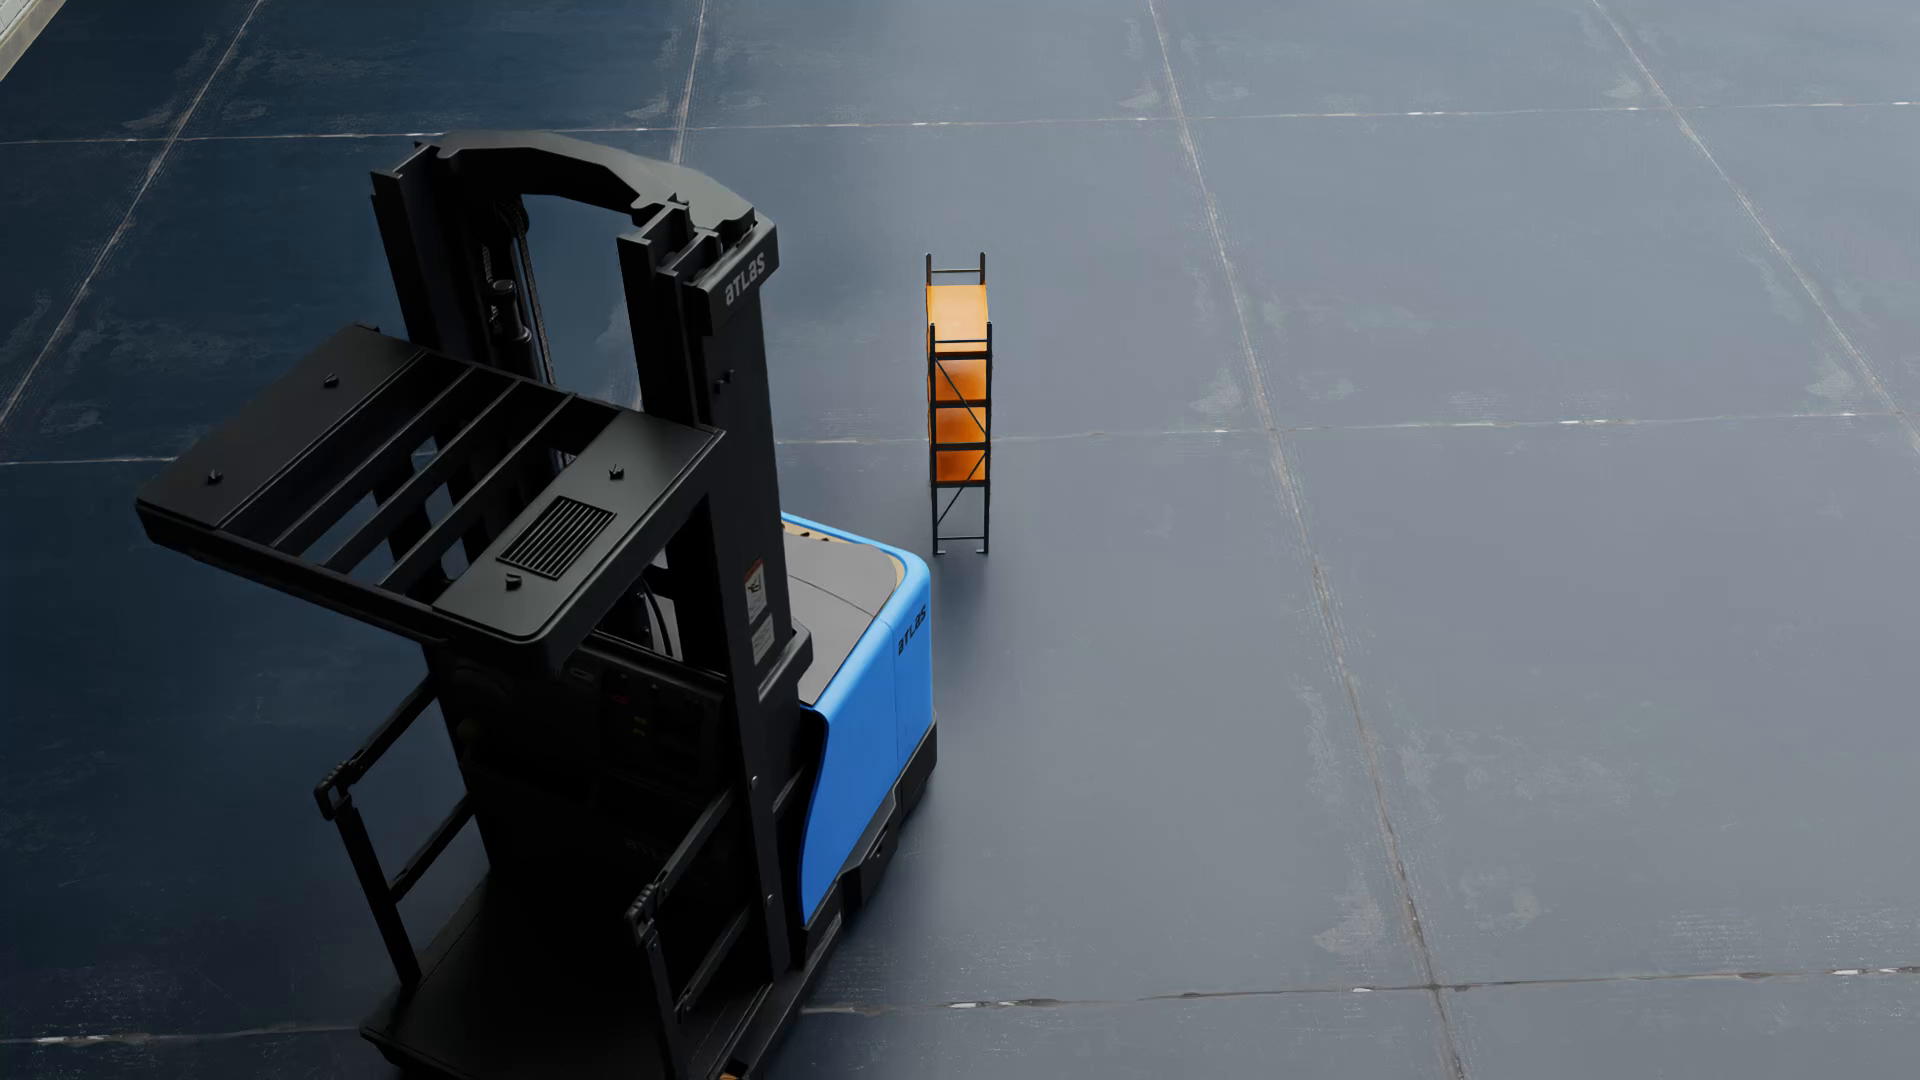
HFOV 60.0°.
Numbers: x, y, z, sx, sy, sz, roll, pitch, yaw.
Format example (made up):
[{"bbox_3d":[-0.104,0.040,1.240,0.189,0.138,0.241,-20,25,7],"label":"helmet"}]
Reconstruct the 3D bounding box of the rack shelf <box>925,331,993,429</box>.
[{"bbox_3d":[-0.007,-0.669,6.861,0.258,0.148,0.480,-2,43,-2],"label":"rack shelf"}]

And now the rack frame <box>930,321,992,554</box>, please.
[{"bbox_3d":[0.003,-0.389,6.787,0.240,1.200,0.015,-2,43,-2],"label":"rack frame"}]

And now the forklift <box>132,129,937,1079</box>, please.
[{"bbox_3d":[-1.159,0.540,4.491,1.130,2.935,3.031,17,45,18],"label":"forklift"}]

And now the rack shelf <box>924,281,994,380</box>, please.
[{"bbox_3d":[-0.007,-0.844,6.701,0.258,0.148,0.480,-2,43,-2],"label":"rack shelf"}]

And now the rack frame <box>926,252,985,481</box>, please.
[{"bbox_3d":[-0.017,-0.719,7.146,0.240,1.200,0.015,-2,43,-2],"label":"rack frame"}]

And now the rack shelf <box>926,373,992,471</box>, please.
[{"bbox_3d":[-0.007,-0.504,7.012,0.258,0.148,0.480,-2,43,-2],"label":"rack shelf"}]

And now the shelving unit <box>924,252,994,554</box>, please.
[{"bbox_3d":[-0.007,-0.554,6.966,0.258,1.200,0.503,-2,43,-2],"label":"shelving unit"}]

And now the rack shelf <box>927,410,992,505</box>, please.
[{"bbox_3d":[-0.007,-0.358,7.146,0.258,0.148,0.480,-2,43,-2],"label":"rack shelf"}]
